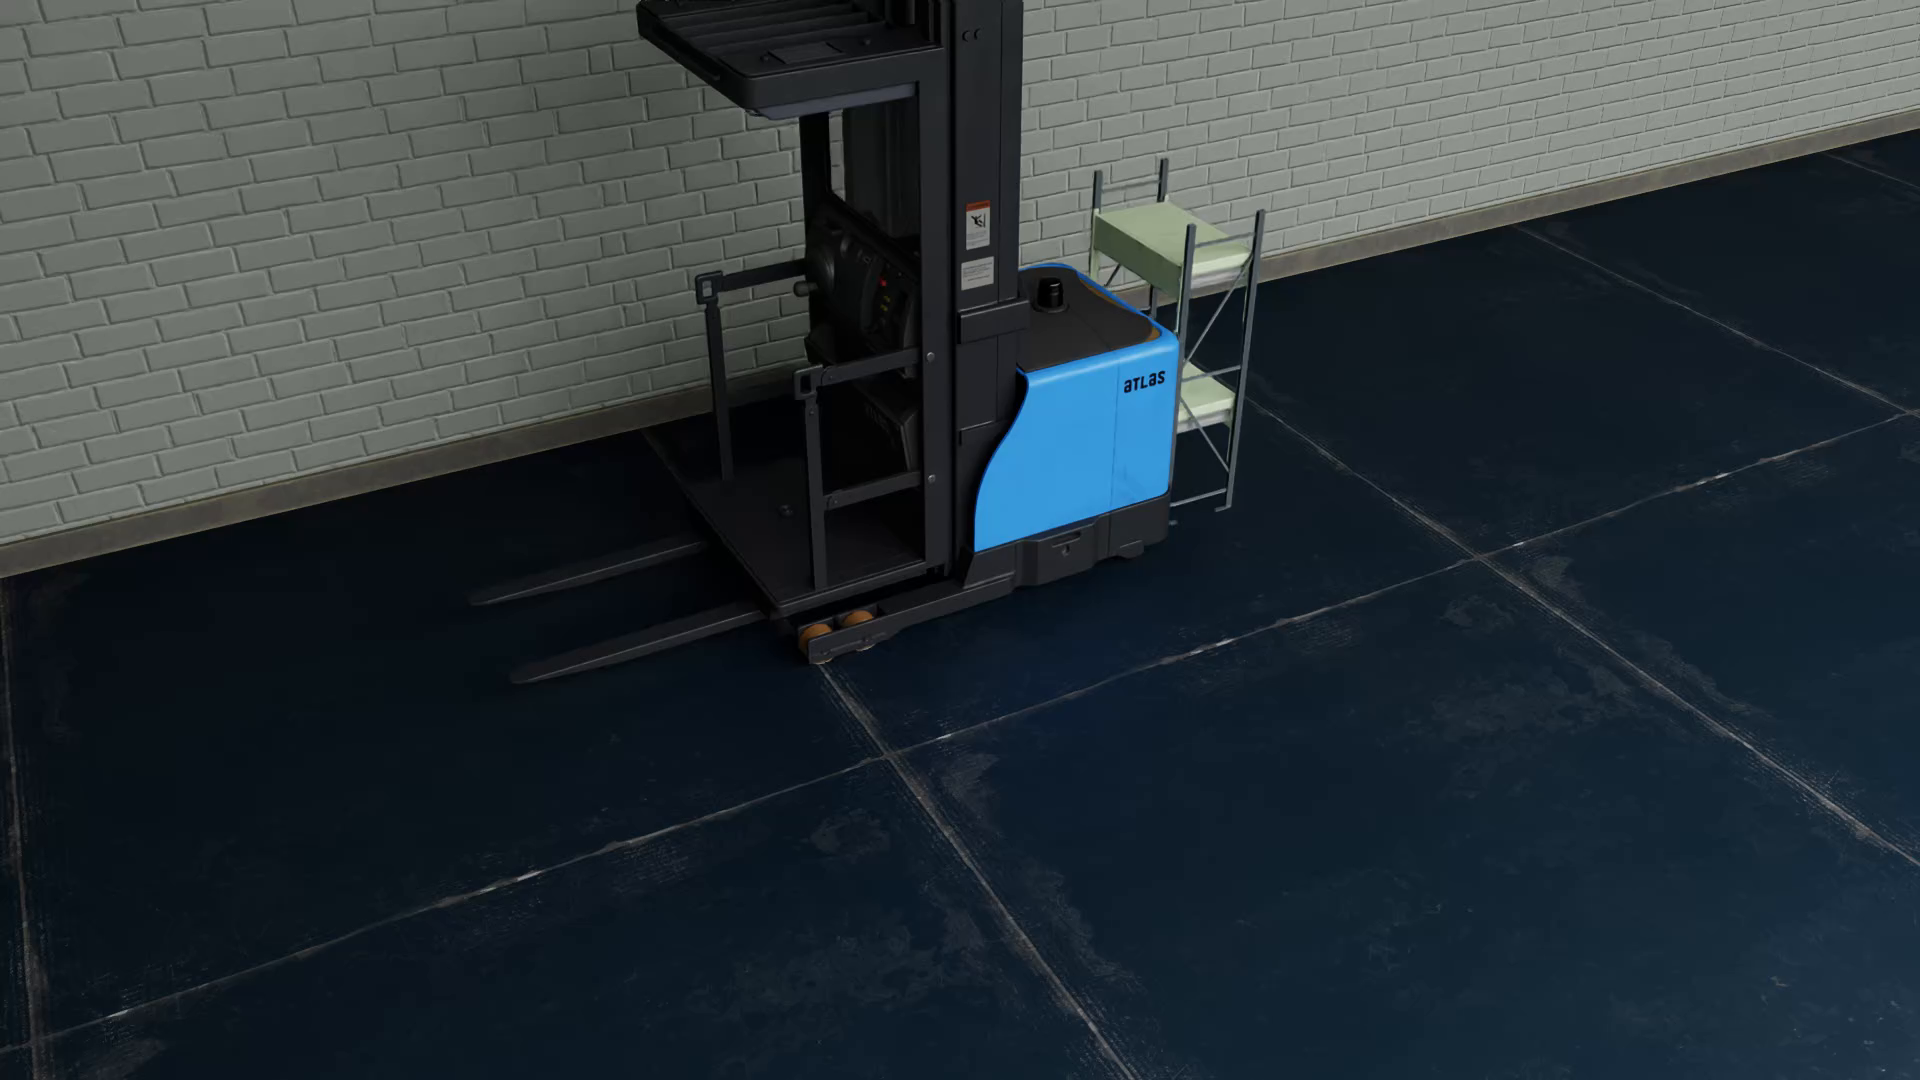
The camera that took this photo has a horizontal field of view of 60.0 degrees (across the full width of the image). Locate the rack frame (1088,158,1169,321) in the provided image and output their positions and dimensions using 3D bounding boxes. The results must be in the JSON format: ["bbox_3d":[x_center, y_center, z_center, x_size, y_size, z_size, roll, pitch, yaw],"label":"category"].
[{"bbox_3d":[0.782,-1.094,8.060,0.400,1.500,0.023,-16,36,-24],"label":"rack frame"}]

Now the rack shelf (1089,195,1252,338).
[{"bbox_3d":[0.963,-1.250,7.581,0.431,0.370,0.720,-16,36,-24],"label":"rack shelf"}]

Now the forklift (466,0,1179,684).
[{"bbox_3d":[-0.582,-1.042,6.659,3.031,2.935,1.130,-17,36,-24],"label":"forklift"}]

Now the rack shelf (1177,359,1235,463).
[{"bbox_3d":[0.953,-0.645,7.963,0.431,0.370,0.720,-16,36,-24],"label":"rack shelf"}]

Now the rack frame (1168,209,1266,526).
[{"bbox_3d":[1.132,-0.747,7.519,0.400,1.500,0.023,-16,36,-24],"label":"rack frame"}]

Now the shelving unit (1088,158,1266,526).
[{"bbox_3d":[0.957,-0.920,7.790,0.431,1.500,0.755,-16,36,-24],"label":"shelving unit"}]
